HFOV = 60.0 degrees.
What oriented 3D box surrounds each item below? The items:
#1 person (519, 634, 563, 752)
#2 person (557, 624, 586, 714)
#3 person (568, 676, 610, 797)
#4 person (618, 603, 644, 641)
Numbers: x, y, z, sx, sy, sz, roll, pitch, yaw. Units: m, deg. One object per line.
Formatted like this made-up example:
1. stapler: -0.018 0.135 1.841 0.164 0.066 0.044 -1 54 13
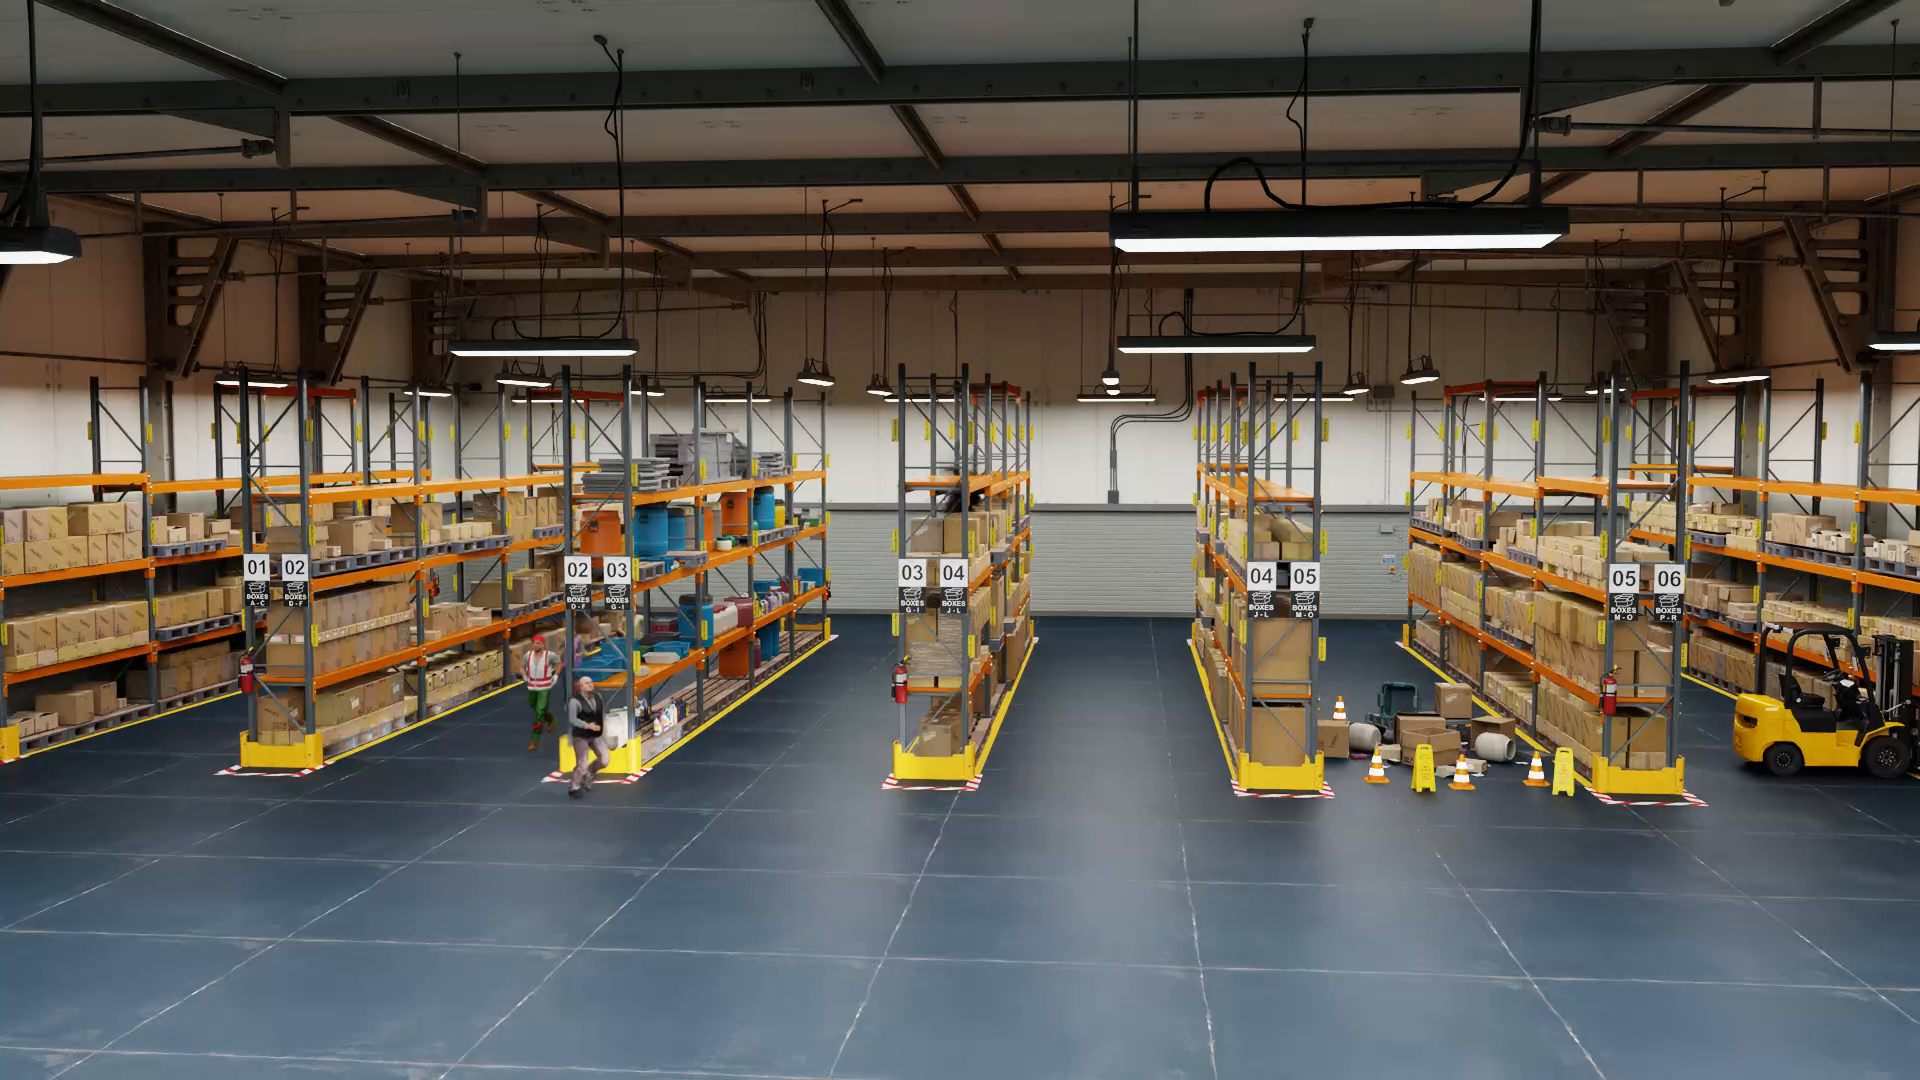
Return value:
1. person: -6.769 2.407 26.600 0.622 1.796 0.998 1 4 14
2. person: -6.952 2.294 29.746 0.510 1.607 0.664 -1 4 -10
3. person: -5.066 2.695 22.783 0.742 1.678 0.686 4 5 44
4. person: -6.412 2.082 32.699 0.594 1.743 0.729 0 4 6
